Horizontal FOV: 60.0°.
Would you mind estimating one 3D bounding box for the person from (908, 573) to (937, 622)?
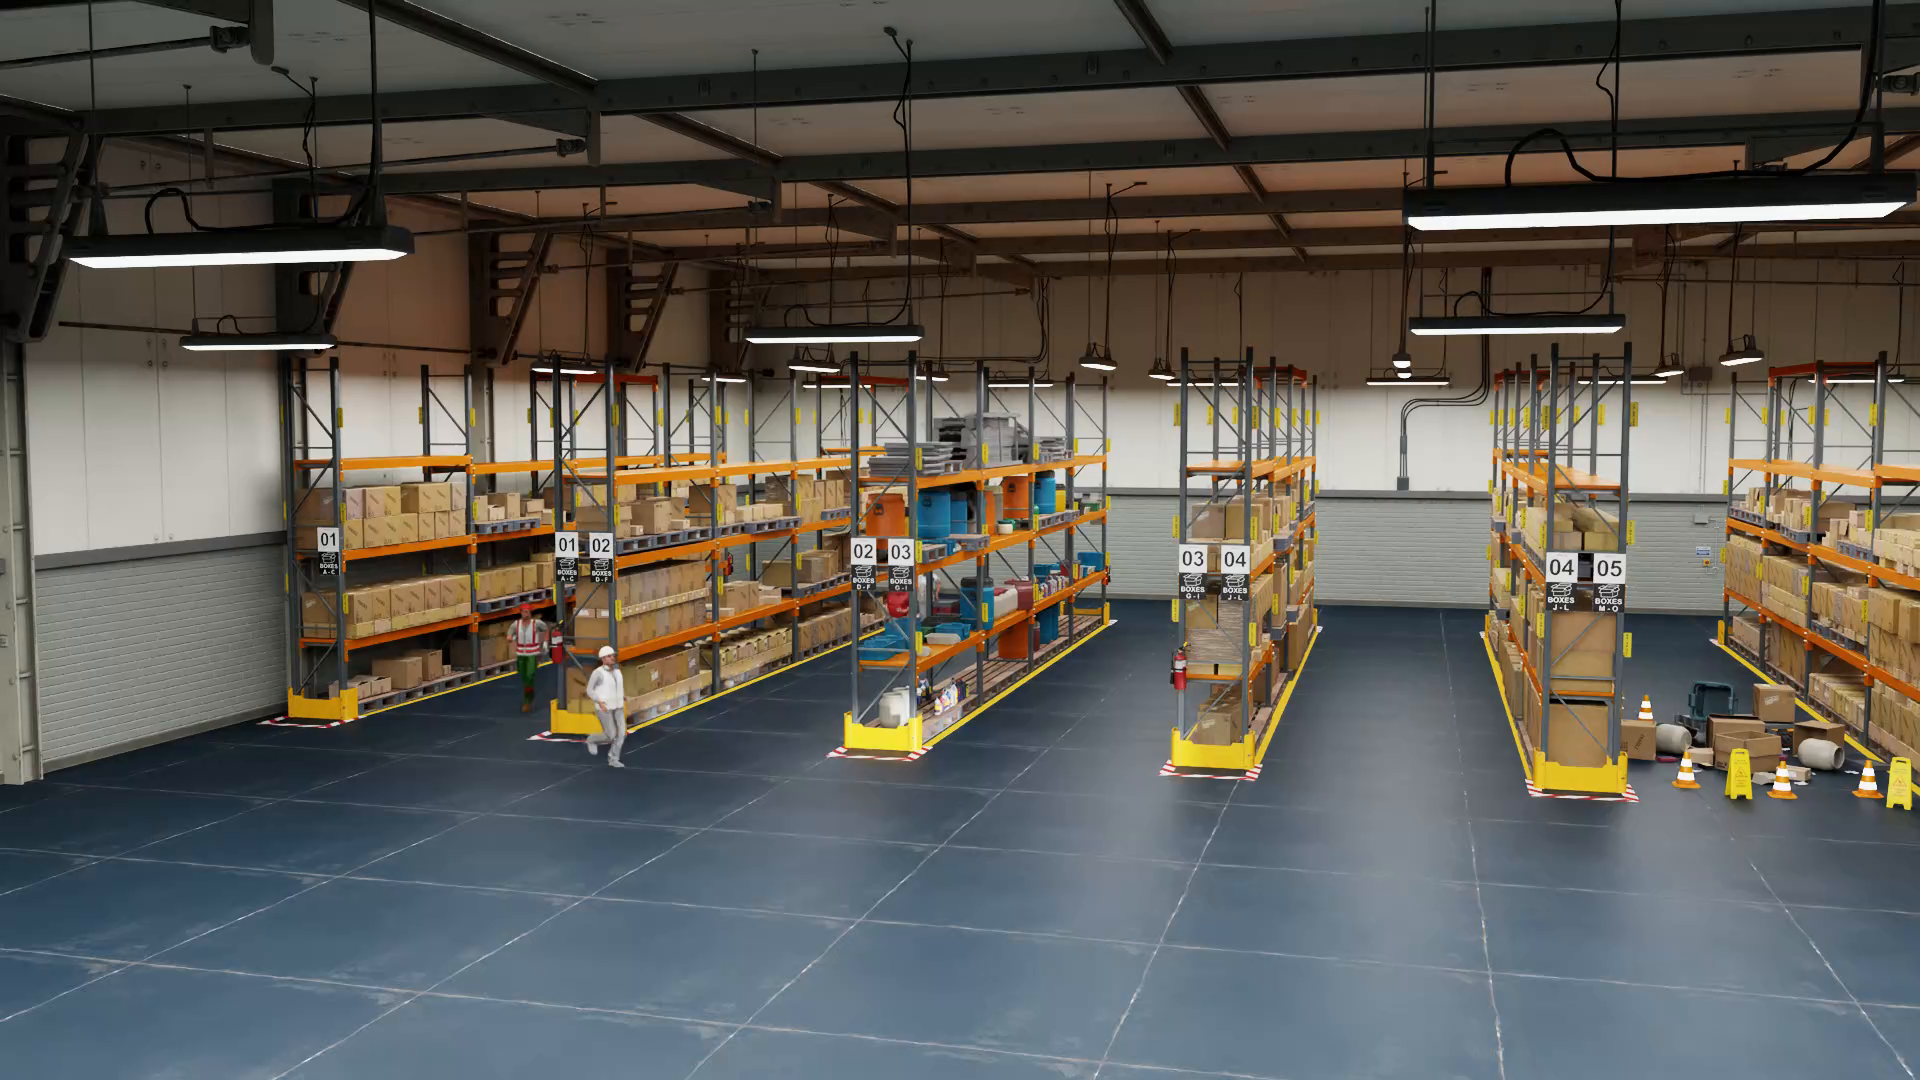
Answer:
[{"bbox_3d":[-0.828,1.422,37.048,0.652,1.724,0.651,1,4,8],"label":"person"}]

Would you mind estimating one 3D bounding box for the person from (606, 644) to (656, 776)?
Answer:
[{"bbox_3d":[-4.600,2.374,23.511,0.893,1.802,0.642,3,5,40],"label":"person"}]

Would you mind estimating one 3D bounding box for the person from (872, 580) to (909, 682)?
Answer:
[{"bbox_3d":[-1.302,1.656,30.449,0.640,1.856,0.708,1,4,16],"label":"person"}]

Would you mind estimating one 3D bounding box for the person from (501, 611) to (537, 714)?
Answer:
[{"bbox_3d":[-7.447,2.071,27.924,0.634,1.739,0.568,0,4,2],"label":"person"}]
